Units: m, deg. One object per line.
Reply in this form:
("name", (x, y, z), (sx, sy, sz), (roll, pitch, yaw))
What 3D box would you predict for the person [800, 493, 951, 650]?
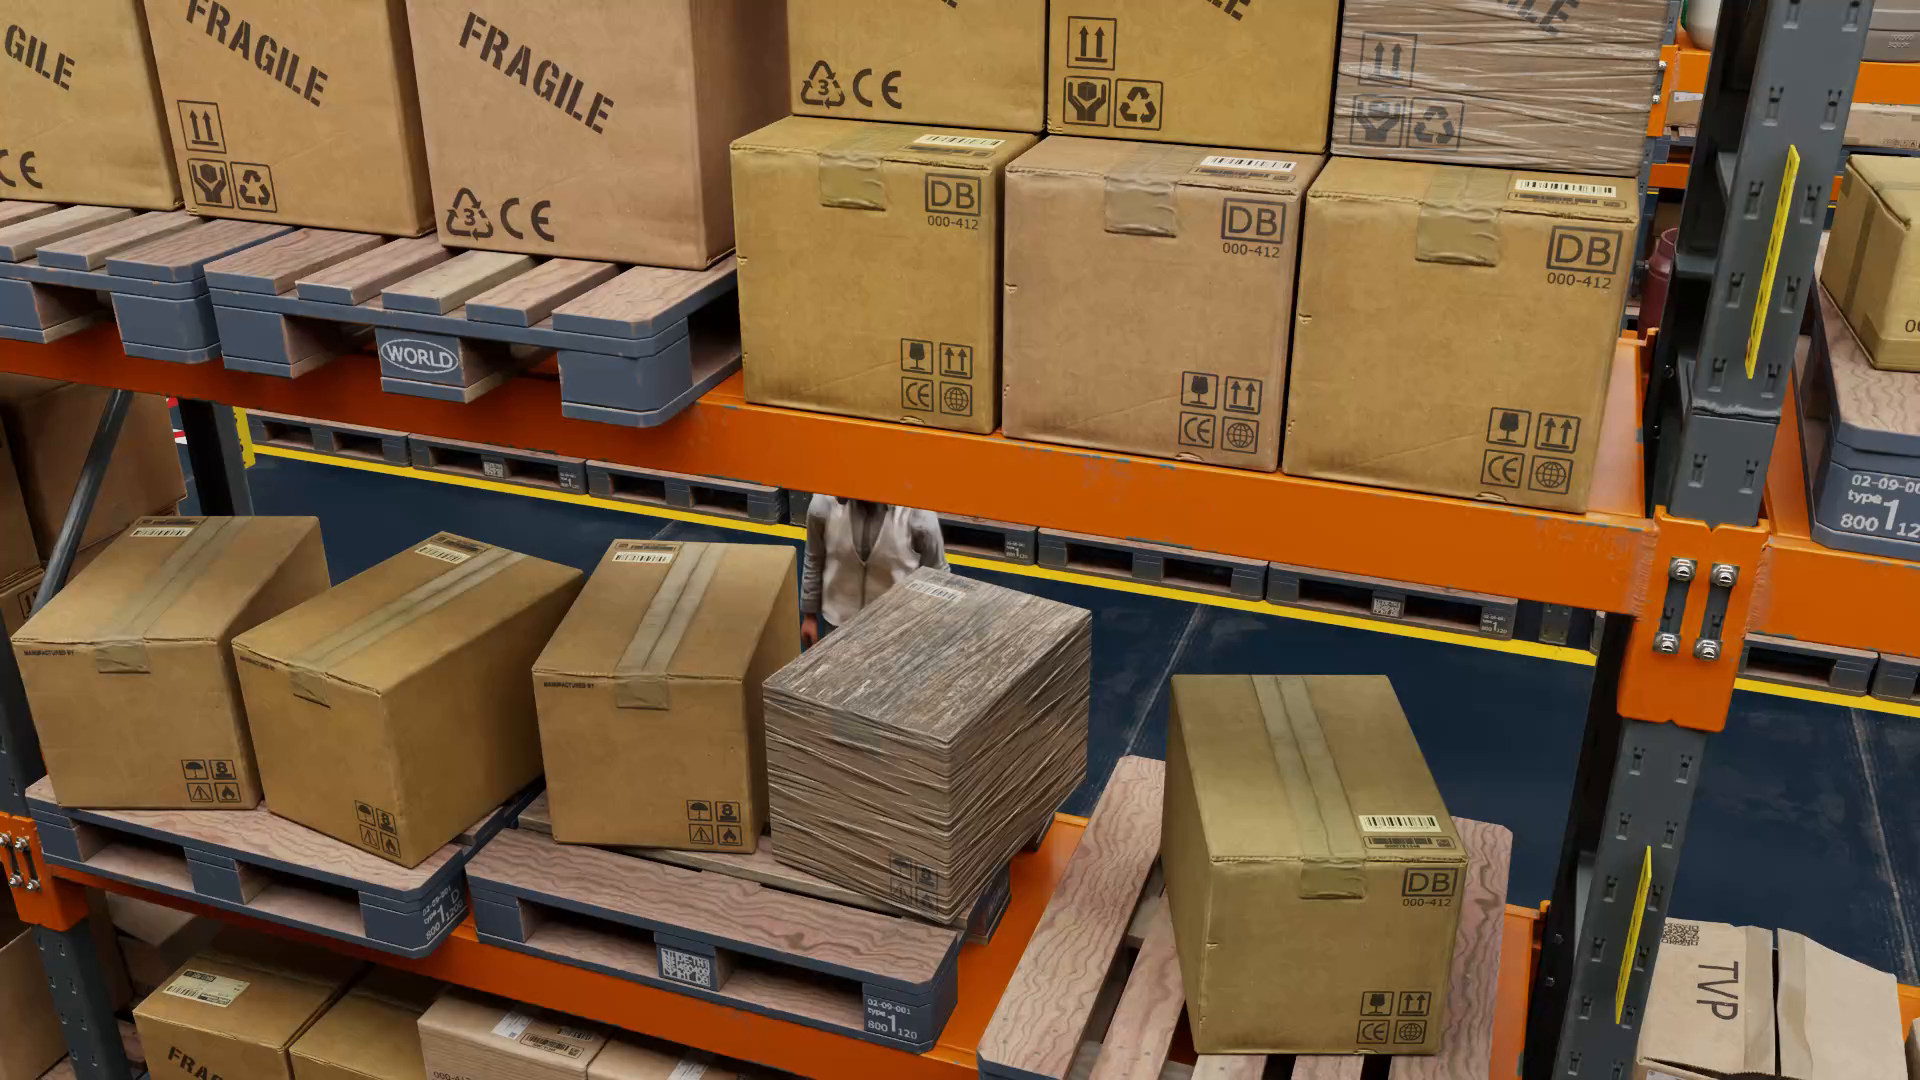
("person", (-0.333, 0.326, 6.398), (0.590, 1.770, 0.465), (7, 26, 14))
